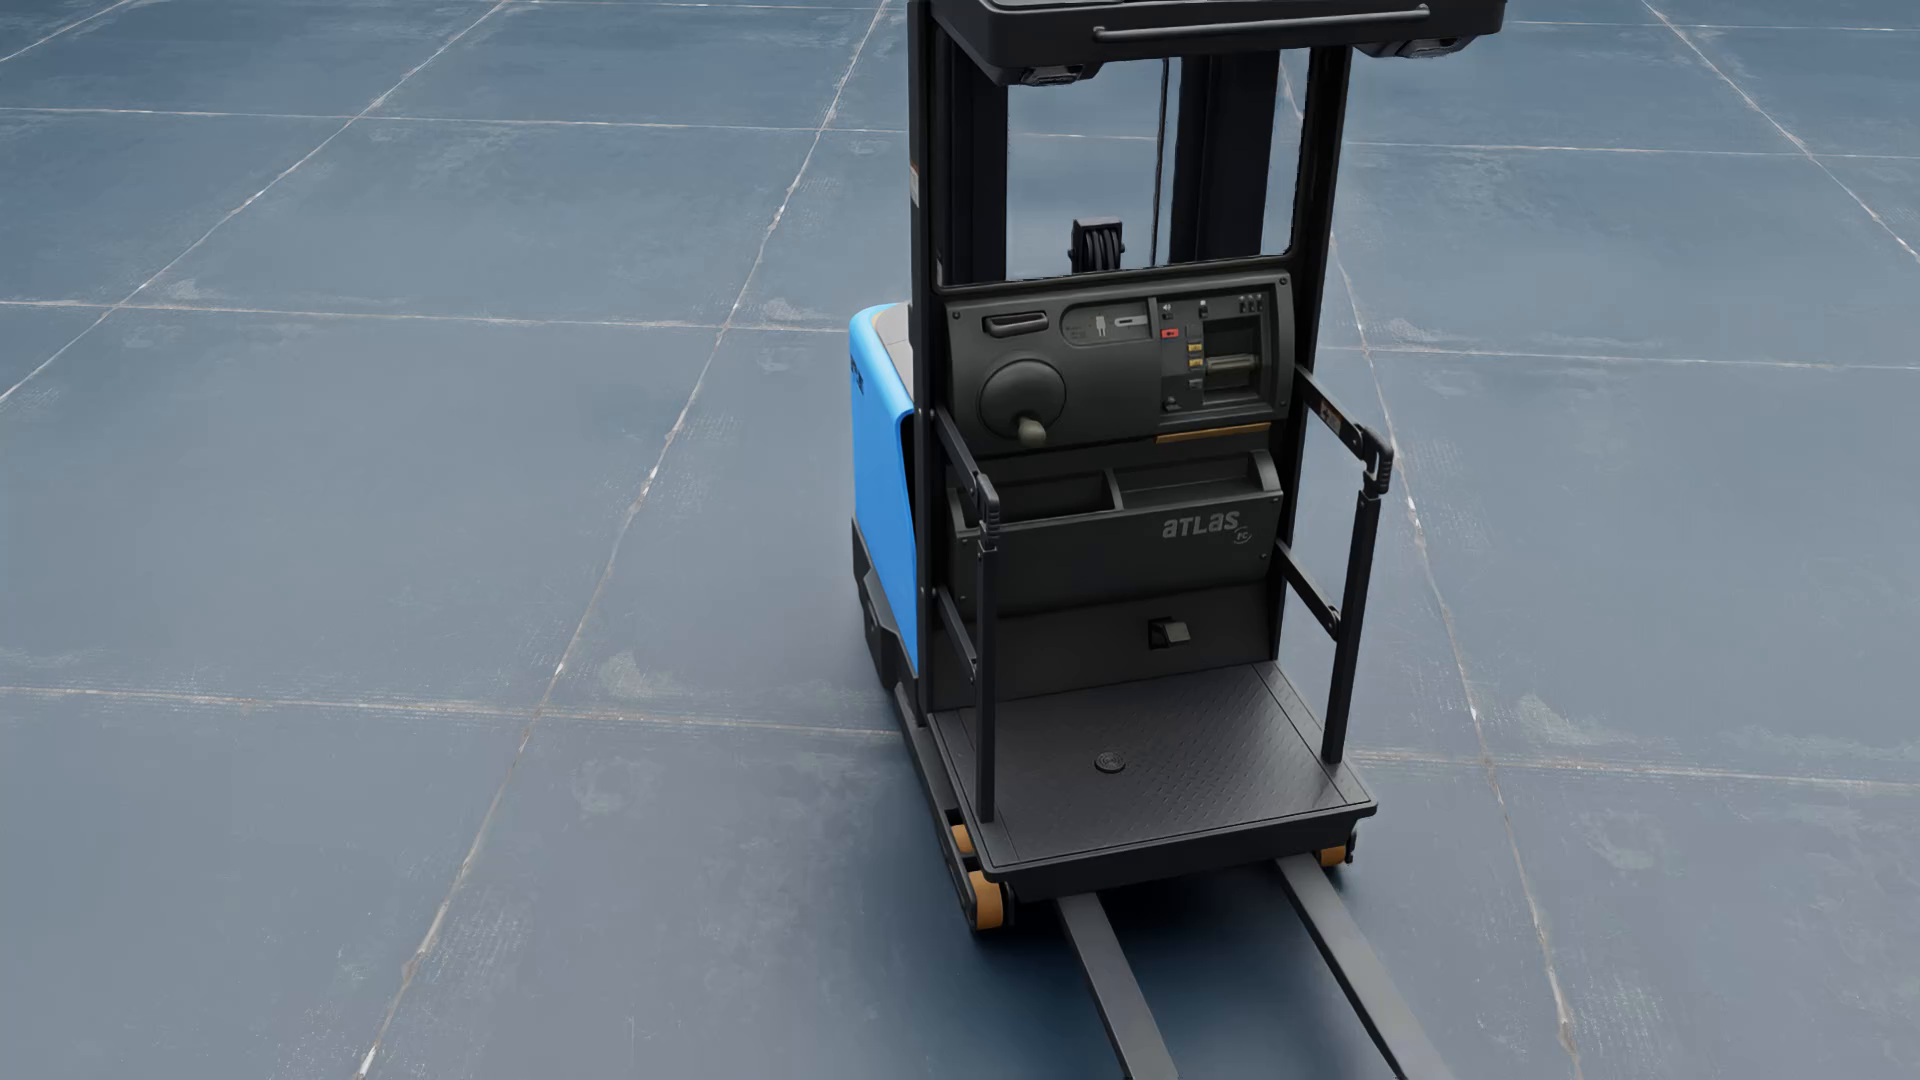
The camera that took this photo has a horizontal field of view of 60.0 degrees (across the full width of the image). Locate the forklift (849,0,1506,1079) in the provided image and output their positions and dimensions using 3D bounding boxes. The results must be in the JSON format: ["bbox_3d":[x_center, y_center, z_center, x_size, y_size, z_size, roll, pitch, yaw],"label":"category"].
[{"bbox_3d":[0.479,-0.411,4.124,1.130,2.935,3.031,-8,32,-12],"label":"forklift"}]
